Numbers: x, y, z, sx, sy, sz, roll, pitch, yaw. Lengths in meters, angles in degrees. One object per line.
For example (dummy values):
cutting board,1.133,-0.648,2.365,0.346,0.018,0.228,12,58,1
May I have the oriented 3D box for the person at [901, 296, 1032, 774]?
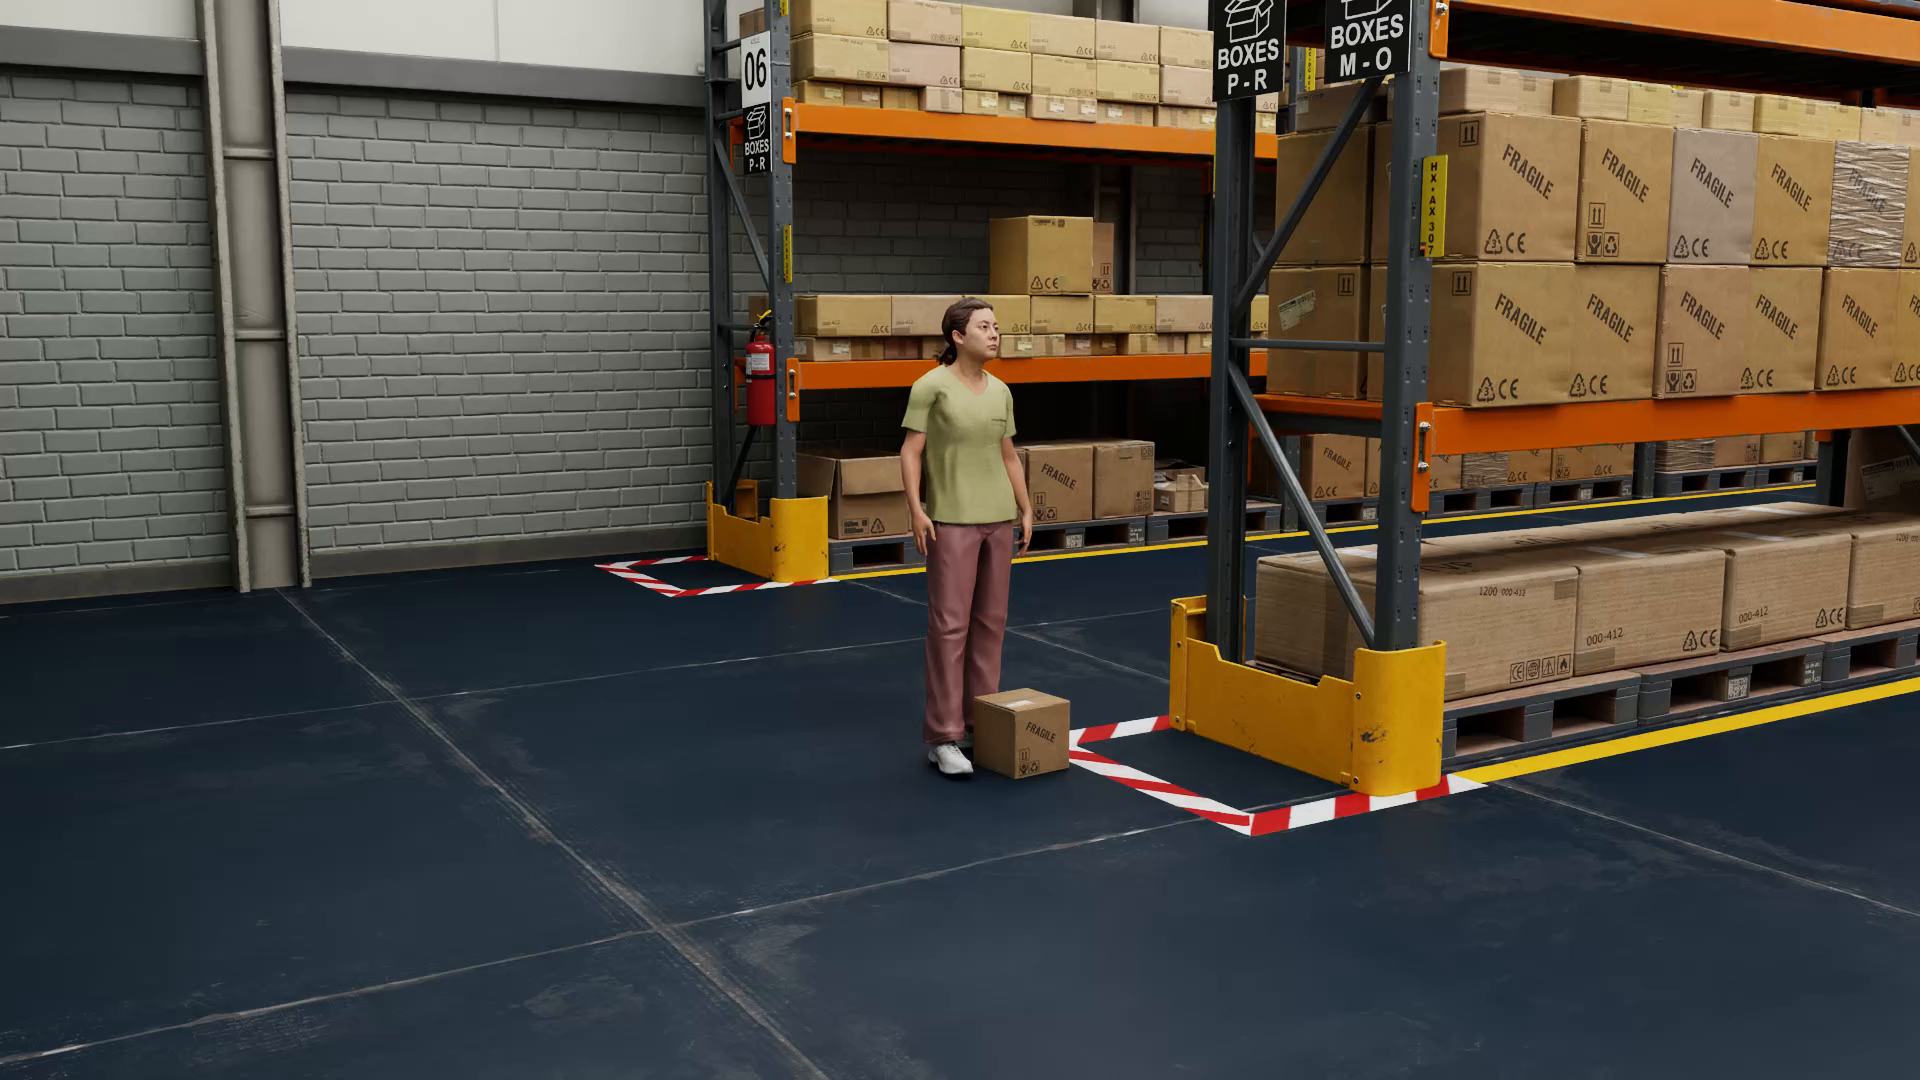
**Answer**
person,0.076,-0.034,6.043,0.552,1.662,0.527,-6,10,-34
